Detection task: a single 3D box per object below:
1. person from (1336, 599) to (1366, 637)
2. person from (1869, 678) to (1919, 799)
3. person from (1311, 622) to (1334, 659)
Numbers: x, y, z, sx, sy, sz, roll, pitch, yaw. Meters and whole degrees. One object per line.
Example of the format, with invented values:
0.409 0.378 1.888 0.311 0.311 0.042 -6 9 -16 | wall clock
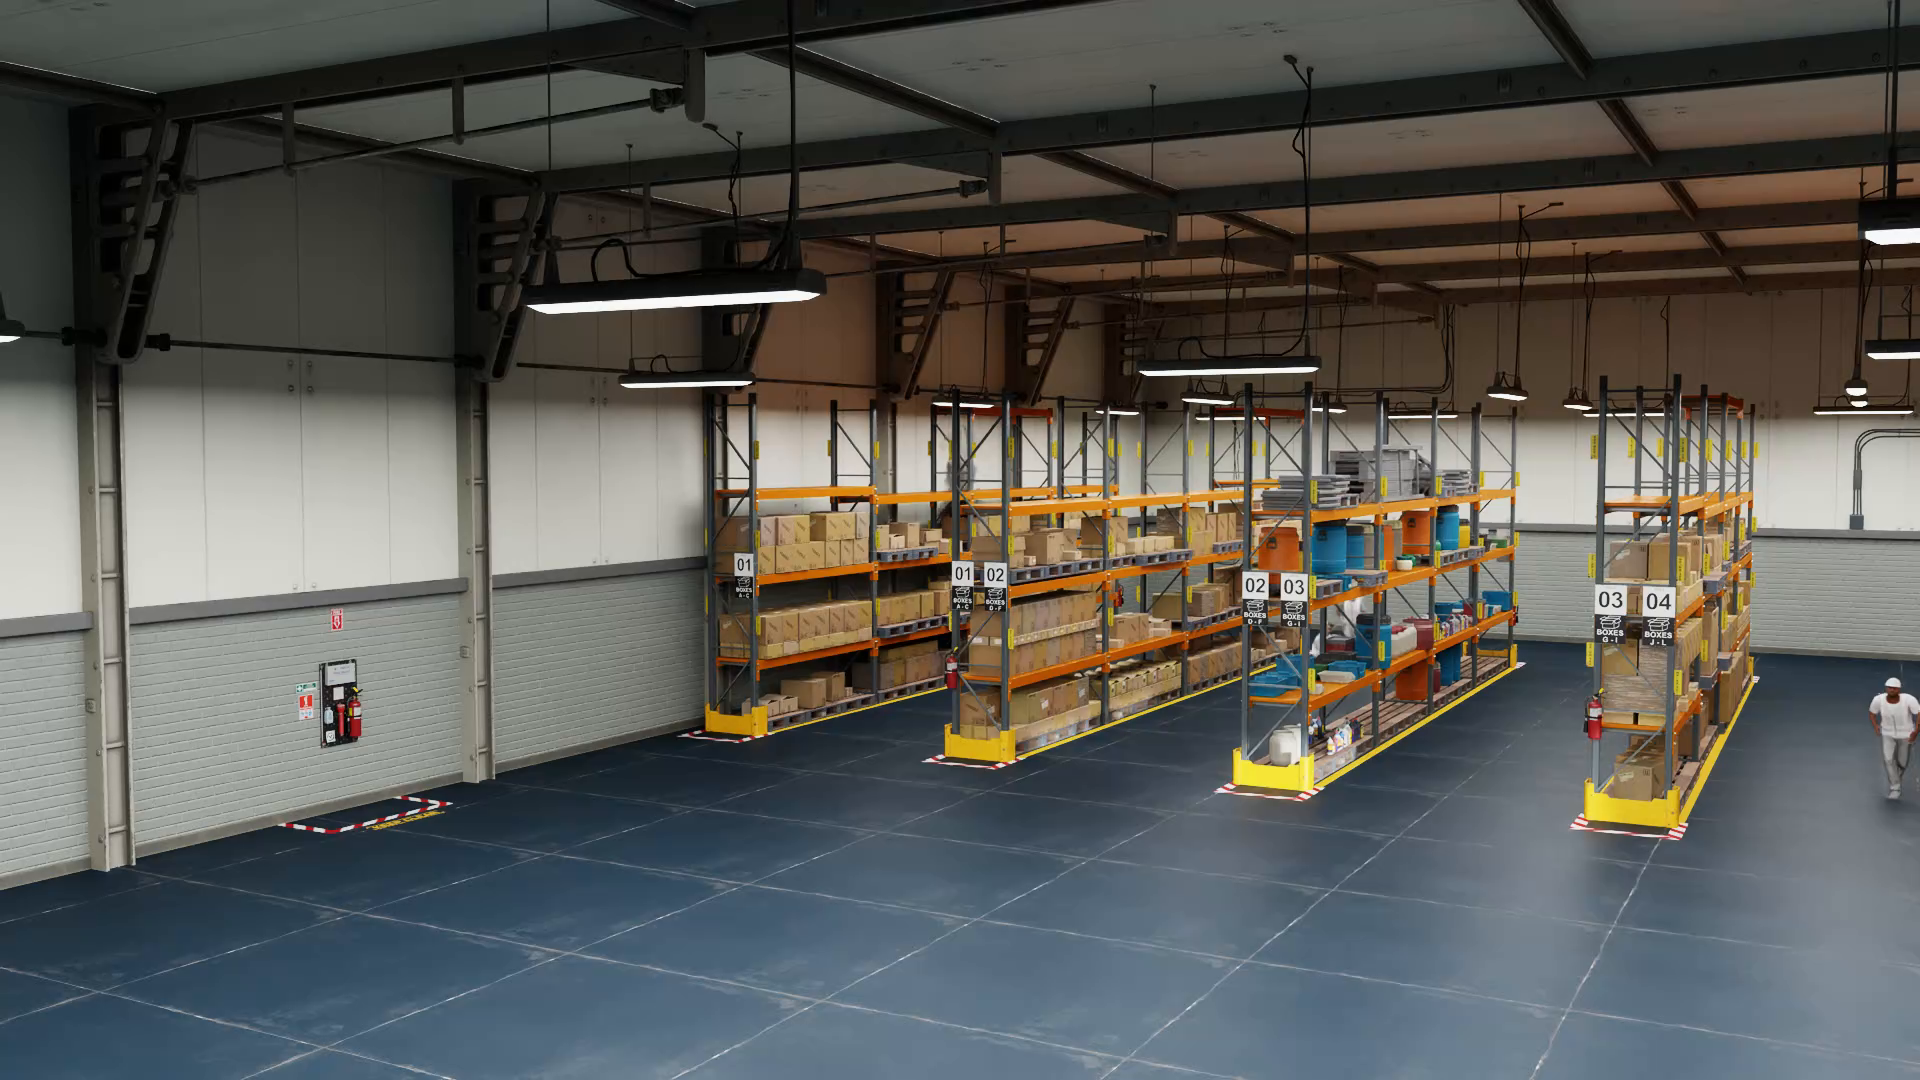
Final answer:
9.318 2.000 39.634 0.682 1.748 0.699 0 3 9 | person
13.613 2.855 24.199 0.708 1.746 0.907 2 4 33 | person
7.223 2.419 32.715 0.641 1.666 0.636 1 3 26 | person
